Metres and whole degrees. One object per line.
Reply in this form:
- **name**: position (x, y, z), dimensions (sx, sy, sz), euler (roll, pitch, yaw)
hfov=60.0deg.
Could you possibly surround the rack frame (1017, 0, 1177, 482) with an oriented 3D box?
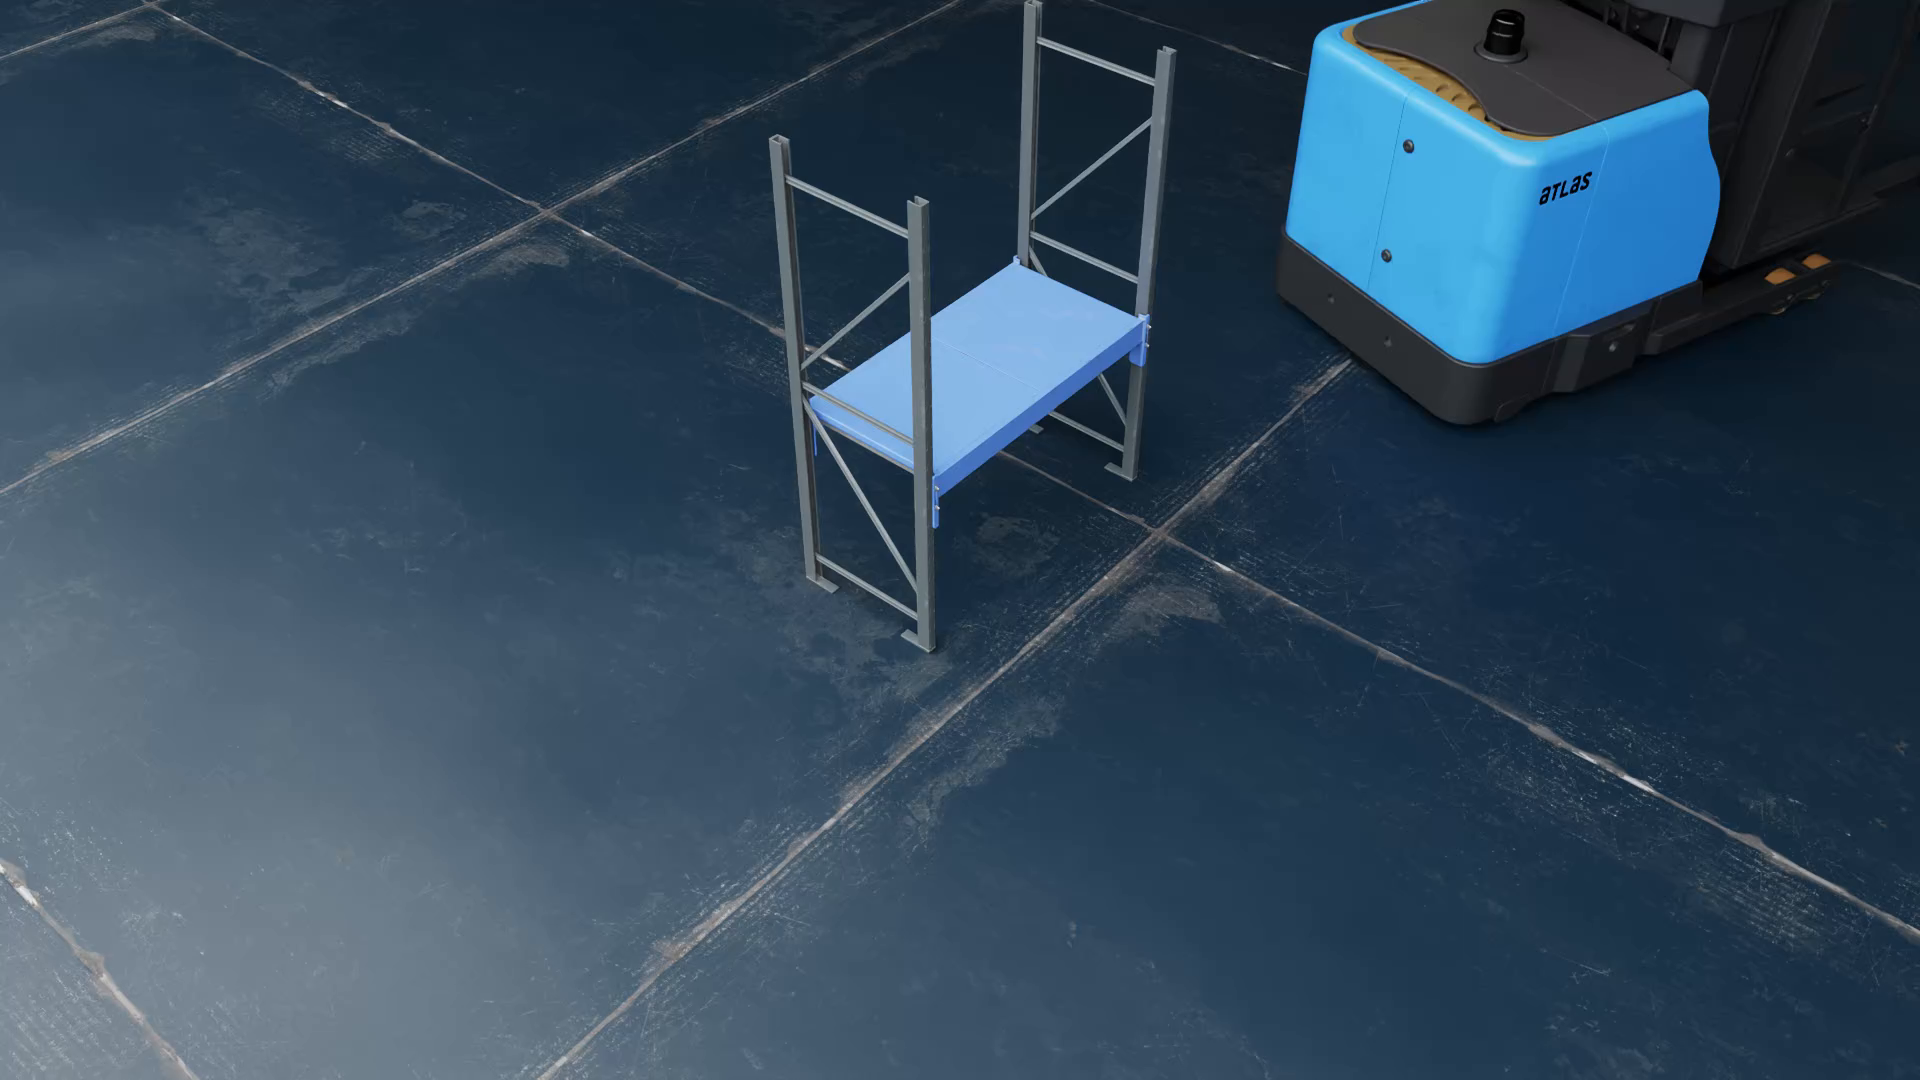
- **rack frame**: position (0.382, -0.861, 5.082), dimensions (0.500, 1.500, 0.032), euler (29, 50, 28)

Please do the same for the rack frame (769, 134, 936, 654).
- **rack frame**: position (-0.272, -0.337, 4.506), dimensions (0.500, 1.500, 0.032), euler (29, 50, 28)

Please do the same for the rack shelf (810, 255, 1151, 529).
- **rack shelf**: position (0.055, -0.466, 4.915), dimensions (0.538, 0.185, 1.000), euler (29, 50, 28)

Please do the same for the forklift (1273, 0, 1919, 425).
- **forklift**: position (2.697, -2.208, 5.500), dimensions (3.031, 2.935, 1.130), euler (-21, 46, -22)

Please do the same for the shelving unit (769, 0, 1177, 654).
- **shelving unit**: position (0.055, -0.599, 4.794), dimensions (0.538, 1.500, 1.048), euler (29, 50, 28)
